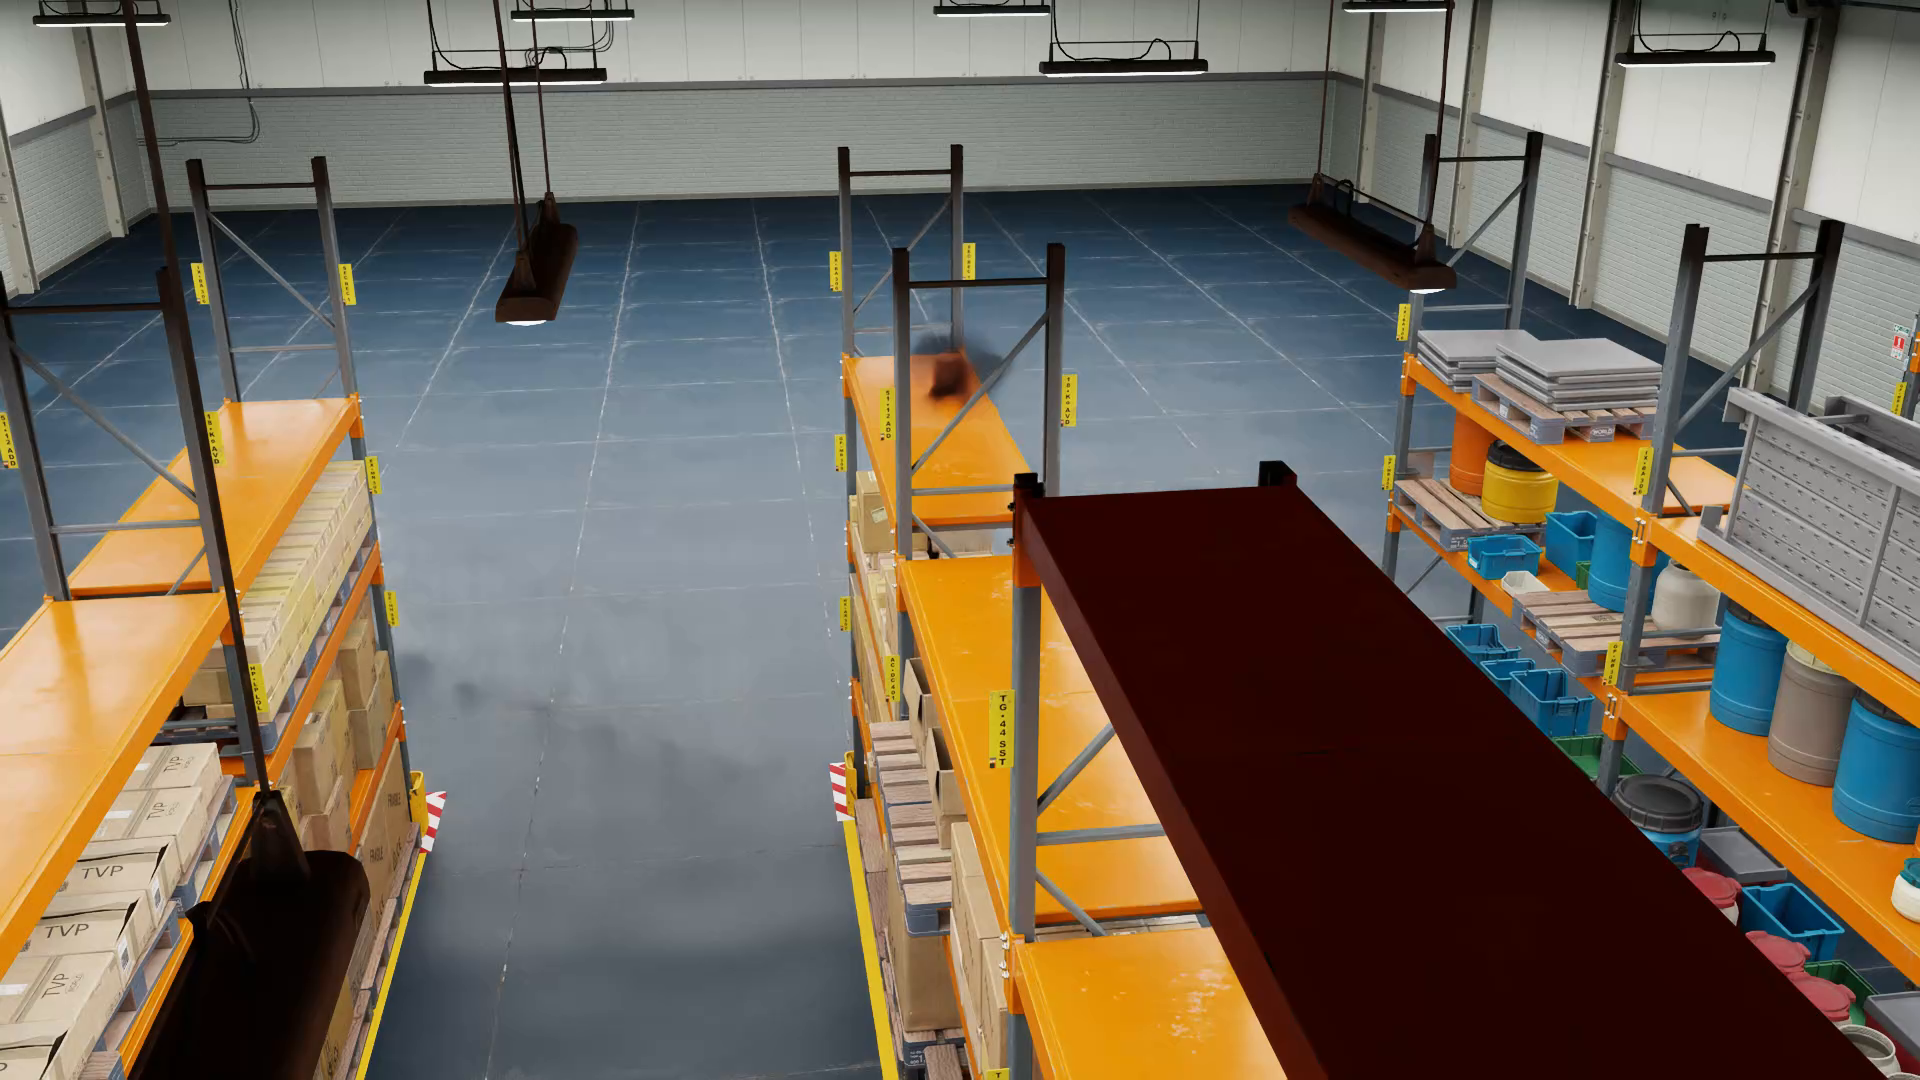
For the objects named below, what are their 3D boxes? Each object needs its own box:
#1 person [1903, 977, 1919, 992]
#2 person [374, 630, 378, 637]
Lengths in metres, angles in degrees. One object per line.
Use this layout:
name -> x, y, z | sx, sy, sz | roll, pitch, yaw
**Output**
person -> 6.967, 3.309, 11.896 | 0.386, 0.893, 0.506 | -3, 22, -8
person -> -6.813, 0.324, 18.564 | 0.752, 1.714, 0.594 | 16, 26, 34
